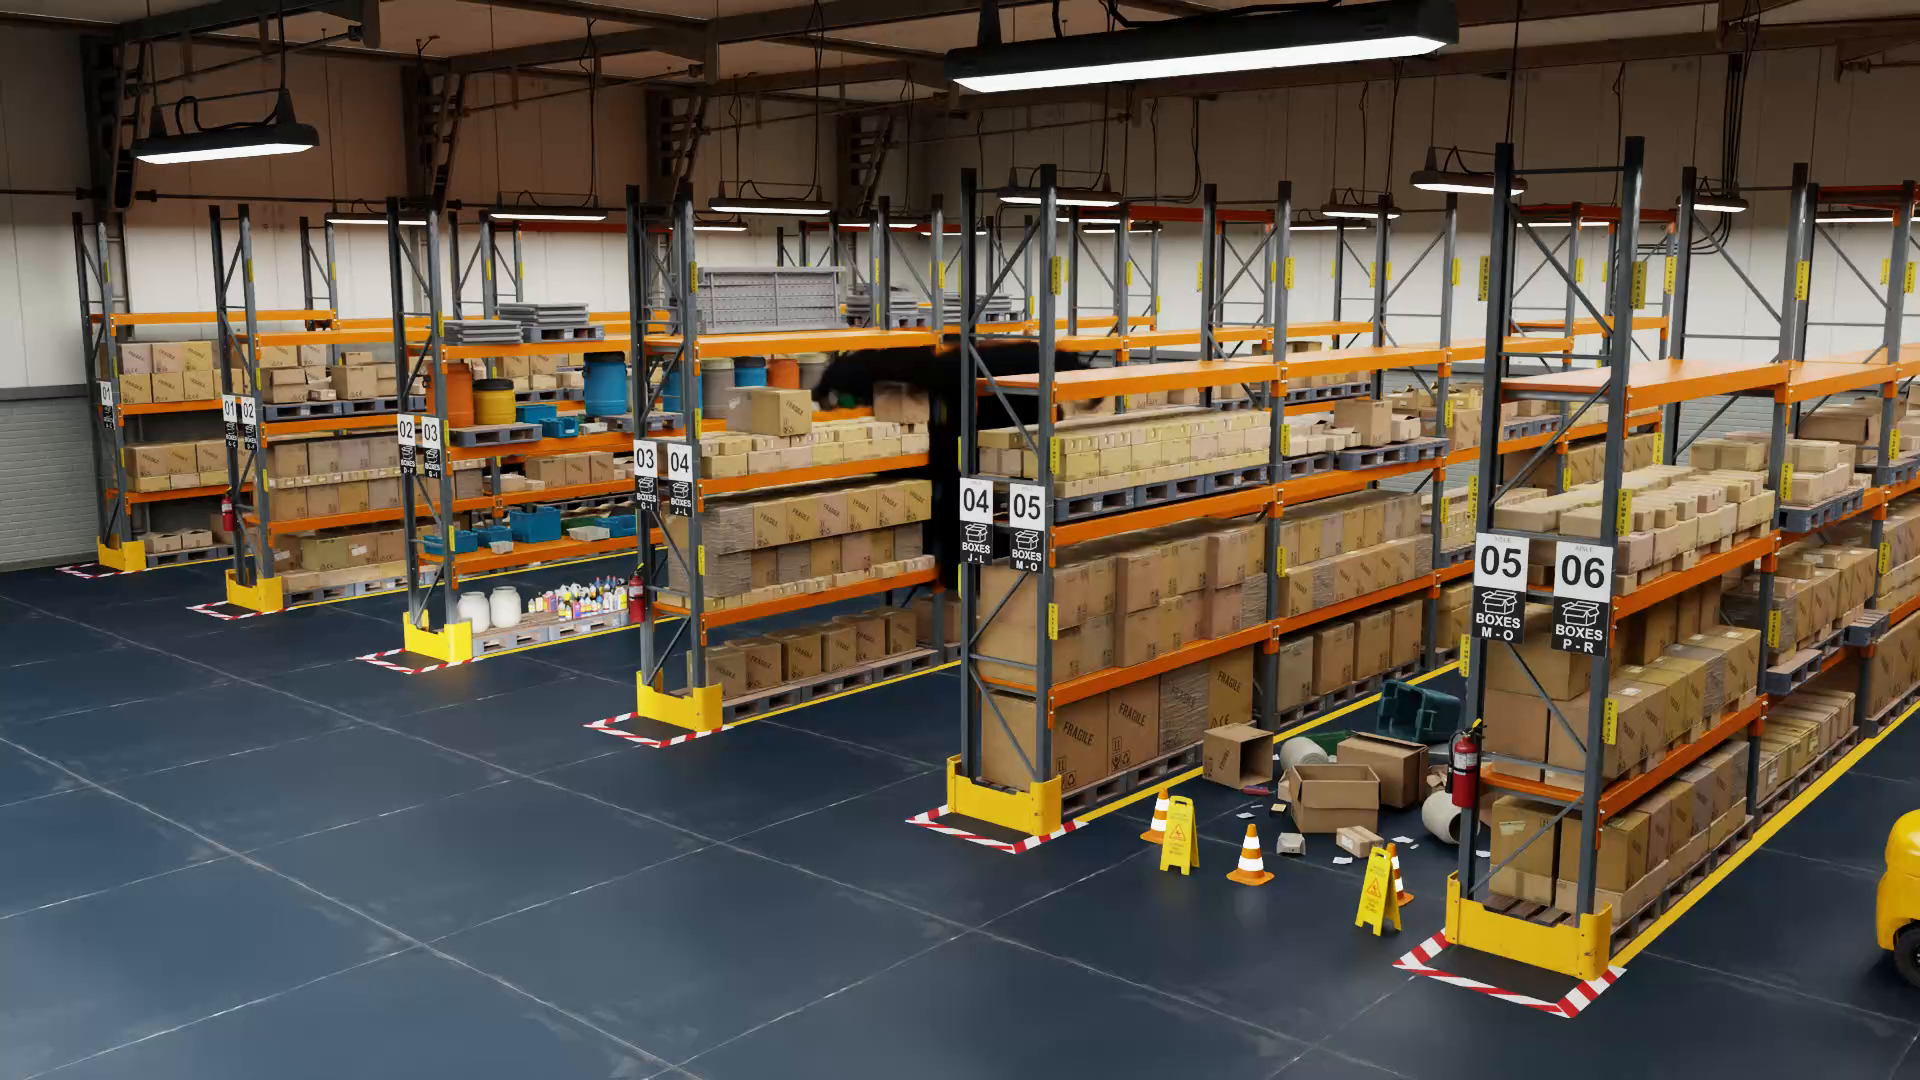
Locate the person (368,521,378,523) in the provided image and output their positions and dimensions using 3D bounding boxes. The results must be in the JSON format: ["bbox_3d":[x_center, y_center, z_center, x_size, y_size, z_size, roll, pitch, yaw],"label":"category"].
[{"bbox_3d":[-10.352,-0.520,29.387,0.518,1.715,0.848,6,11,30],"label":"person"}]

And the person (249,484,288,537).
[{"bbox_3d":[-11.527,-0.243,27.878,0.705,1.672,0.832,-3,10,-17],"label":"person"}]
